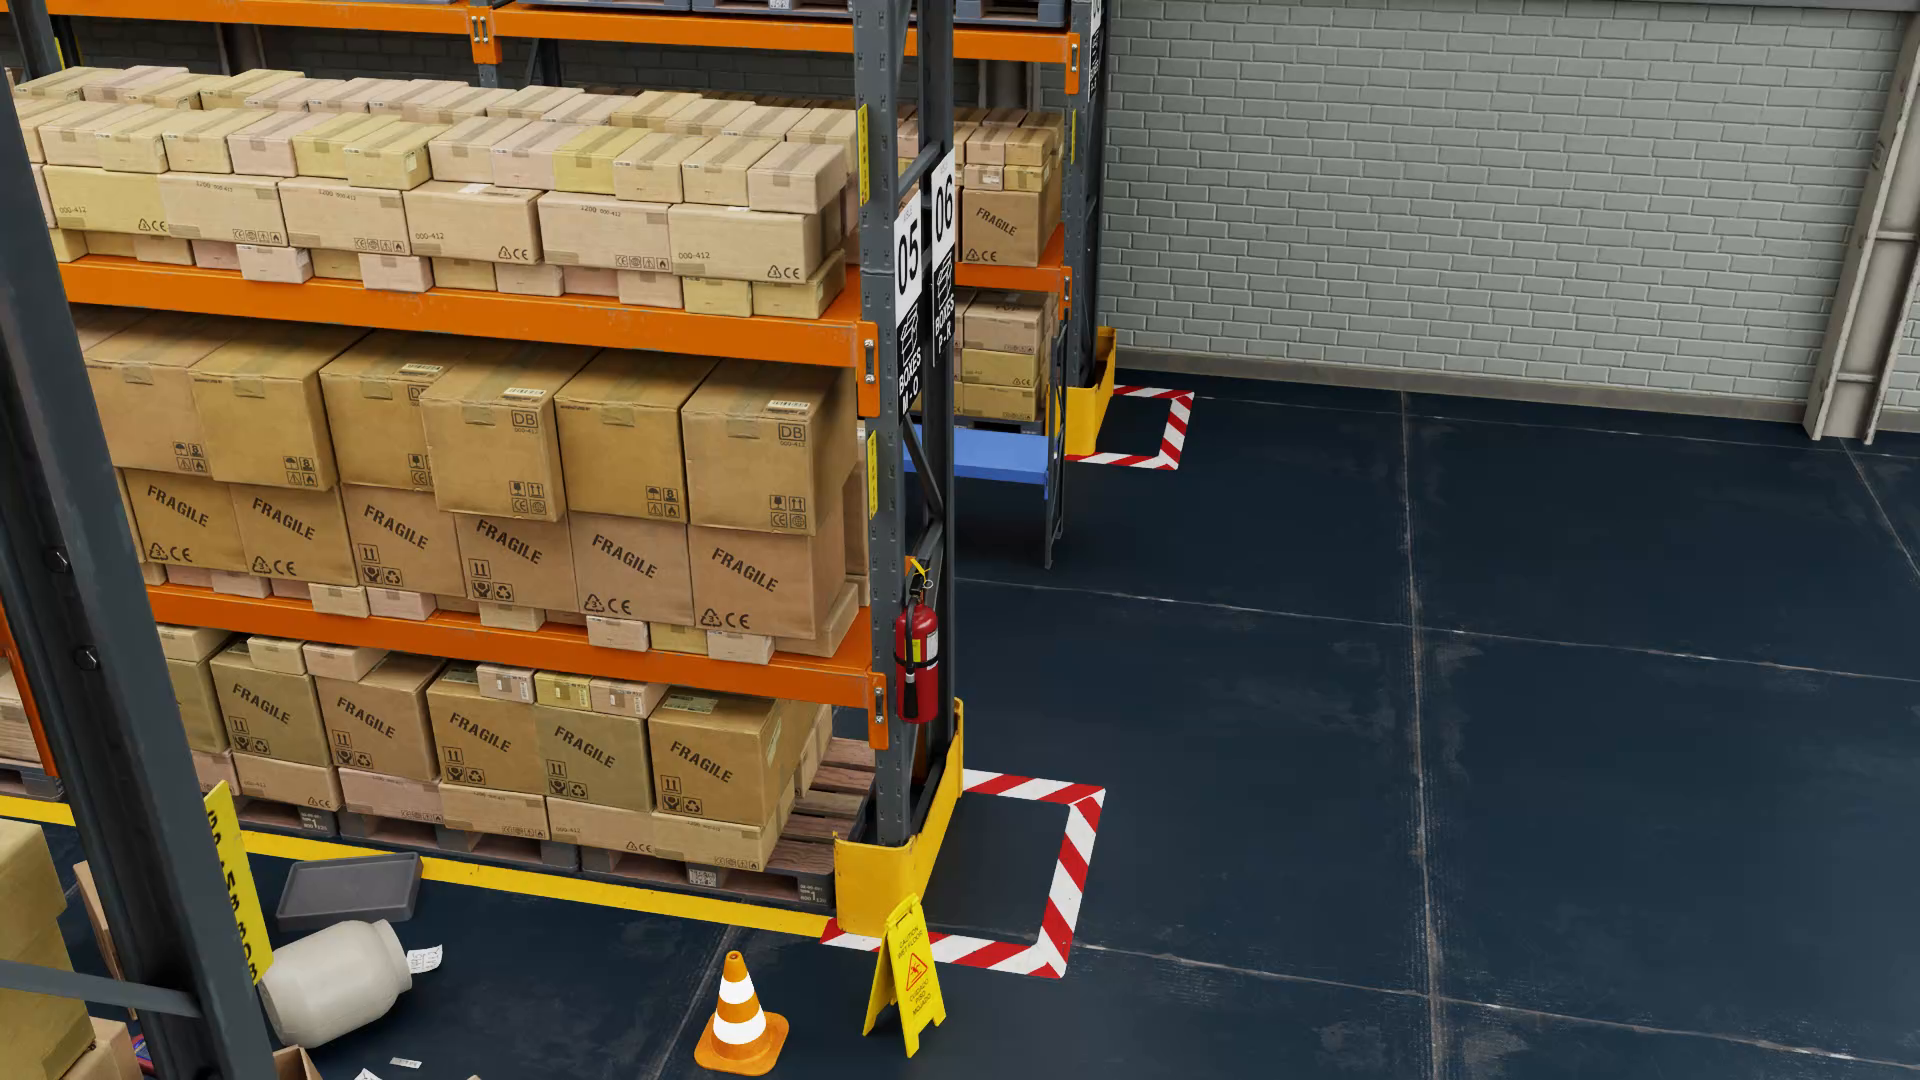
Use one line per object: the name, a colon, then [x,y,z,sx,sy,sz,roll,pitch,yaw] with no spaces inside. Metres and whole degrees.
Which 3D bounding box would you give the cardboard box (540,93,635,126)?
cardboard box: [-1.468,-1.651,6.612,0.250,0.149,0.380,6,29,10]

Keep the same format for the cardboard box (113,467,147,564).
cardboard box: [-3.729,-0.253,7.336,0.500,0.500,0.500,6,29,10]

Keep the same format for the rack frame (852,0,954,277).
rack frame: [-0.189,-2.484,5.578,0.127,3.000,1.000,6,29,11]

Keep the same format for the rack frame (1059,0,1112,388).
rack frame: [0.844,-2.184,11.277,0.127,3.000,1.000,6,29,11]

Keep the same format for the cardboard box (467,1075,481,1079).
cardboard box: [-1.892,2.215,6.211,0.250,0.149,0.380,23,36,36]

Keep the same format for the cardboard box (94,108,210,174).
cardboard box: [-3.093,-1.542,6.413,0.250,0.149,0.380,6,29,10]

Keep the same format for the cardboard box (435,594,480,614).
cardboard box: [-2.090,0.158,7.261,0.250,0.149,0.380,6,29,11]

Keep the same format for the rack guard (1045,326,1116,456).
rack guard: [0.867,-1.085,11.873,0.348,0.500,1.175,6,29,11]

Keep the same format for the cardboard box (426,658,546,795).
cardboard box: [-2.030,0.778,7.512,0.500,0.500,0.500,5,29,9]

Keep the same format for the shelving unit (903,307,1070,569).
shelving unit: [0.083,-0.649,10.036,1.048,1.500,0.538,6,29,11]

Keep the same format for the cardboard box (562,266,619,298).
cardboard box: [-1.333,-1.071,6.383,0.250,0.149,0.380,6,29,11]

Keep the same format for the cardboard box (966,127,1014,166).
cardboard box: [0.202,-2.590,10.929,0.250,0.149,0.380,6,29,11]

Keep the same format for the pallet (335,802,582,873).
pallet: [-2.240,1.142,8.107,1.213,0.211,1.003,6,29,11]

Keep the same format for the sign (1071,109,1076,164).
sign: [0.717,-2.542,10.479,0.005,0.325,0.100,6,29,11]

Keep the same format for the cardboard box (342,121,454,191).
cardboard box: [-2.088,-1.441,6.228,0.250,0.149,0.380,7,29,12]

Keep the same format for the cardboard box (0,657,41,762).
cardboard box: [-4.615,0.664,8.376,0.625,0.372,0.950,6,29,11]

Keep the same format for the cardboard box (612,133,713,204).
cardboard box: [-1.079,-1.364,6.087,0.250,0.149,0.380,6,29,10]

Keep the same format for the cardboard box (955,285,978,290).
cardboard box: [-0.076,-1.786,11.936,0.500,0.250,0.500,6,29,11]

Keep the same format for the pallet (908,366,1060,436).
pallet: [0.087,-1.018,12.051,1.213,0.211,1.003,6,29,11]

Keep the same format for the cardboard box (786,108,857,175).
cardboard box: [-0.494,-1.539,6.407,0.250,0.149,0.380,6,29,10]

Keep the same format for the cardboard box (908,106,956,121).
cardboard box: [-0.189,-2.870,11.442,0.250,0.149,0.380,6,29,11]

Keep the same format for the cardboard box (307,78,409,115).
cardboard box: [-2.463,-1.781,6.849,0.250,0.149,0.380,6,29,11]

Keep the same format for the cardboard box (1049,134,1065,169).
cardboard box: [0.566,-2.668,11.382,0.250,0.149,0.380,5,29,9]

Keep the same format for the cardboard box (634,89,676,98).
cardboard box: [-2.194,-3.089,11.841,0.250,0.149,0.380,6,29,10]

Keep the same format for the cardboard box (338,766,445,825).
cardboard box: [-2.537,1.055,7.788,0.500,0.250,0.500,5,29,10]

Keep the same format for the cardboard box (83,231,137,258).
cardboard box: [-3.338,-1.287,6.777,0.250,0.149,0.380,6,29,11]

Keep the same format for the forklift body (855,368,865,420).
forklift body: [-1.392,-1.145,10.264,1.214,2.155,2.313,6,29,11]

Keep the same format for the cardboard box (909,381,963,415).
cardboard box: [-0.166,-1.115,11.751,0.500,0.250,0.500,6,29,11]

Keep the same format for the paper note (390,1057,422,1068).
paper note: [-2.203,2.077,6.607,0.123,0.001,0.032,6,29,11]

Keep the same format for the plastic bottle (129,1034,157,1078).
plastic bottle: [-3.231,2.046,6.612,0.283,0.061,0.133,11,31,19]

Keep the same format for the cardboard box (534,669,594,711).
cardboard box: [-1.645,0.566,7.224,0.250,0.149,0.380,6,29,11]

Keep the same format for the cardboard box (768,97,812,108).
cardboard box: [-1.206,-2.970,11.624,0.250,0.149,0.380,7,29,12]

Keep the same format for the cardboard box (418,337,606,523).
cardboard box: [-1.748,-0.471,6.694,0.500,0.500,0.700,6,29,10]

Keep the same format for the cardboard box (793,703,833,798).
cardboard box: [-0.920,0.959,7.963,0.500,0.250,0.500,6,29,10]

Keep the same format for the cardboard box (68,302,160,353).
cardboard box: [-3.716,-0.720,7.149,0.500,0.500,0.700,6,29,10]

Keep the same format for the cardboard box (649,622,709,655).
cardboard box: [-1.117,0.312,6.981,0.250,0.149,0.380,5,29,10]

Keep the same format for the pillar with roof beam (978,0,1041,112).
pillar with roof beam: [-0.548,-3.287,7.045,0.400,9.000,9.100,6,29,11]

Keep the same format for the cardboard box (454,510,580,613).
cardboard box: [-1.755,-0.056,6.977,0.500,0.500,0.500,6,29,10]

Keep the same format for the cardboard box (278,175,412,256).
cardboard box: [-2.240,-1.308,6.400,0.500,0.250,0.500,6,29,11]

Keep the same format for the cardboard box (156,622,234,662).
cardboard box: [-3.471,0.382,7.561,0.250,0.149,0.380,6,29,11]

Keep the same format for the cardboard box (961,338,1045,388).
cardboard box: [0.302,-1.283,11.538,0.500,0.250,0.500,5,29,10]

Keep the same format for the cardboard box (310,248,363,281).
cardboard box: [-2.337,-1.157,6.540,0.250,0.149,0.380,6,29,11]

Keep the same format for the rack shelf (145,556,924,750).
rack shelf: [-2.145,0.263,7.558,4.000,0.370,1.077,6,29,11]

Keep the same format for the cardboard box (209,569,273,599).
cardboard box: [-3.101,0.093,7.379,0.250,0.149,0.380,7,29,12]

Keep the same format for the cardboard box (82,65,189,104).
cardboard box: [-3.475,-1.889,7.047,0.250,0.149,0.380,5,29,9]

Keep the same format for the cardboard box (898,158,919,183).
cardboard box: [-0.291,-2.512,11.097,0.250,0.149,0.380,6,29,10]

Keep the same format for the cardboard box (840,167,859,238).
cardboard box: [-0.625,-1.408,6.584,0.500,0.250,0.500,5,29,10]

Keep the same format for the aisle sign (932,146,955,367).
aisle sign: [-0.064,-1.132,6.649,0.004,0.787,0.394,6,29,11]

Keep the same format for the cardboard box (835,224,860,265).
cardboard box: [-0.446,-1.244,6.698,0.250,0.149,0.380,6,29,11]
